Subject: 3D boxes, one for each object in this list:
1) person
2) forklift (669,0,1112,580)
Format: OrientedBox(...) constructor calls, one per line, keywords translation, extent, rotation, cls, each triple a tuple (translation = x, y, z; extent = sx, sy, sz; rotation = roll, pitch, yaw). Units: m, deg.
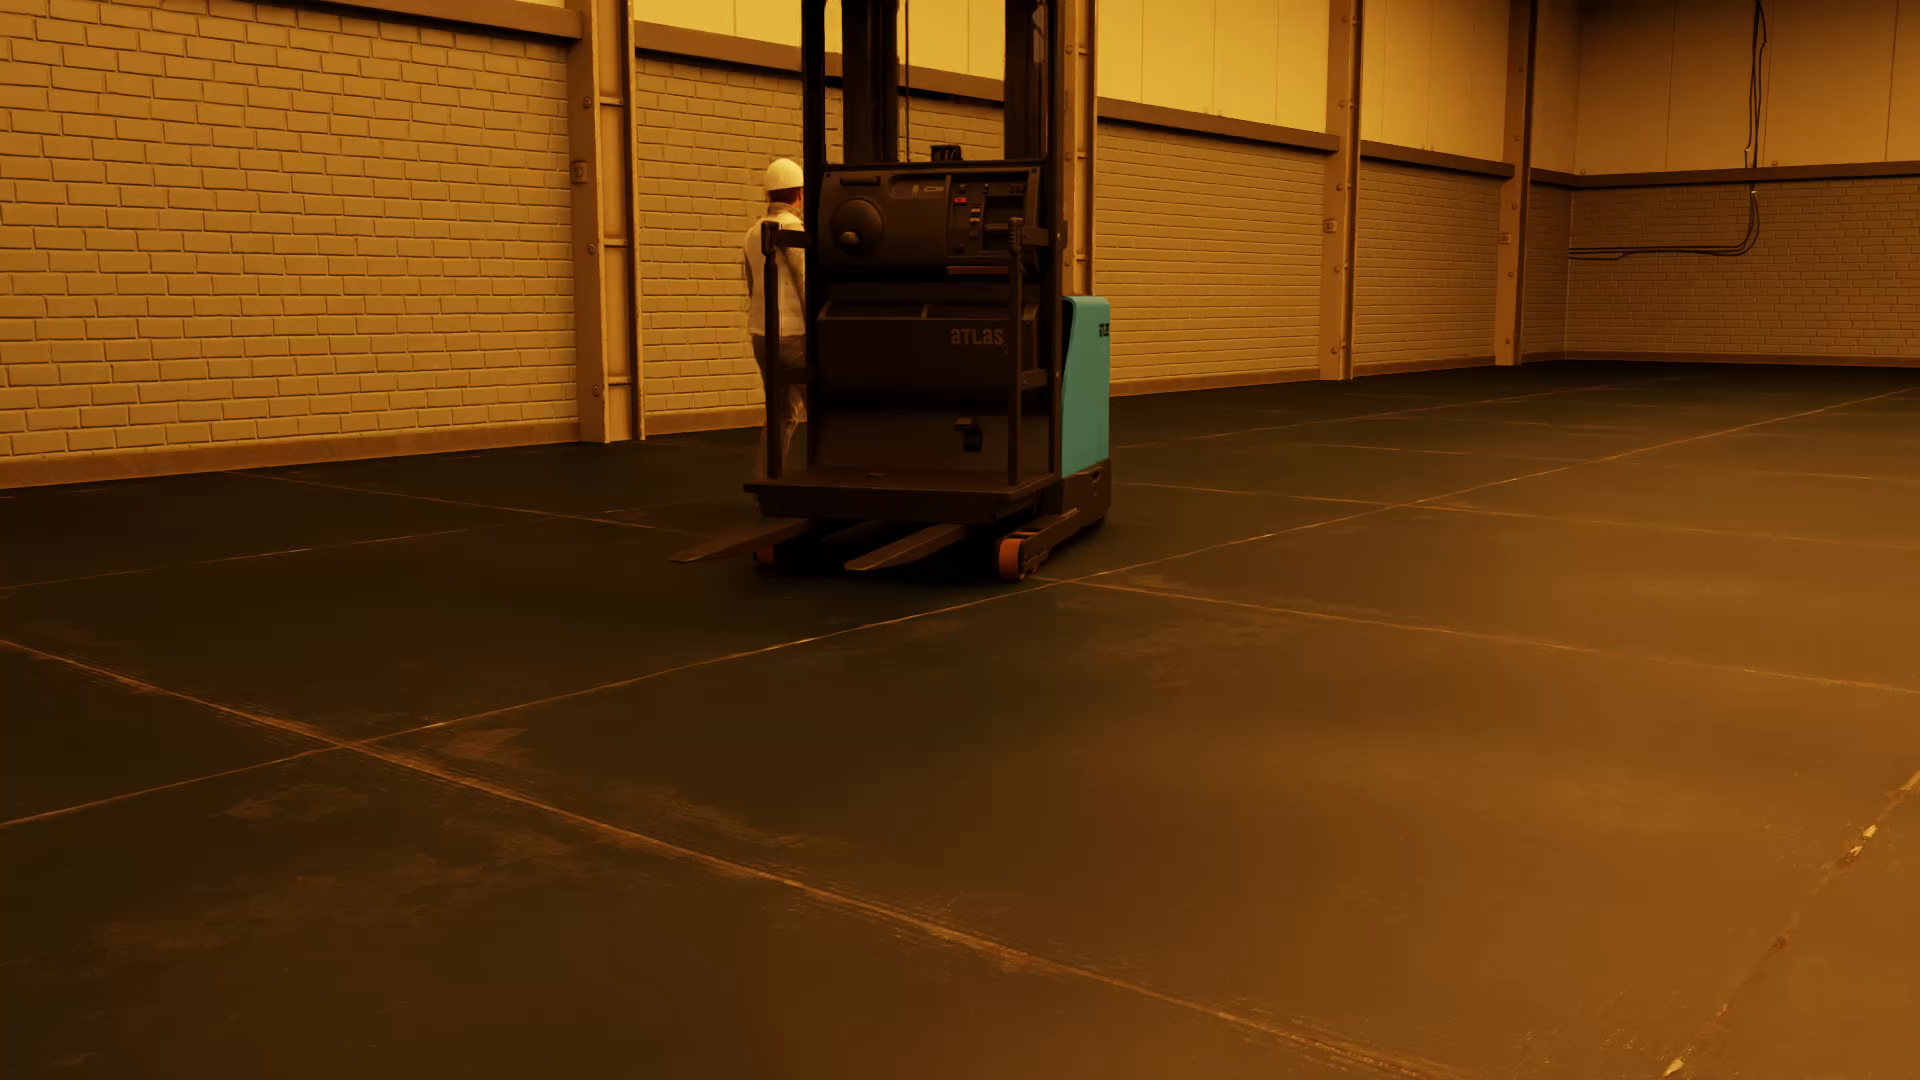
OrientedBox(translation=(-0.777, -1.051, 8.529), extent=(0.646, 1.760, 0.694), rotation=(-7, 11, -40), cls="person")
OrientedBox(translation=(-0.190, -1.359, 6.569), extent=(1.130, 2.935, 3.031), rotation=(3, 9, 17), cls="forklift")
